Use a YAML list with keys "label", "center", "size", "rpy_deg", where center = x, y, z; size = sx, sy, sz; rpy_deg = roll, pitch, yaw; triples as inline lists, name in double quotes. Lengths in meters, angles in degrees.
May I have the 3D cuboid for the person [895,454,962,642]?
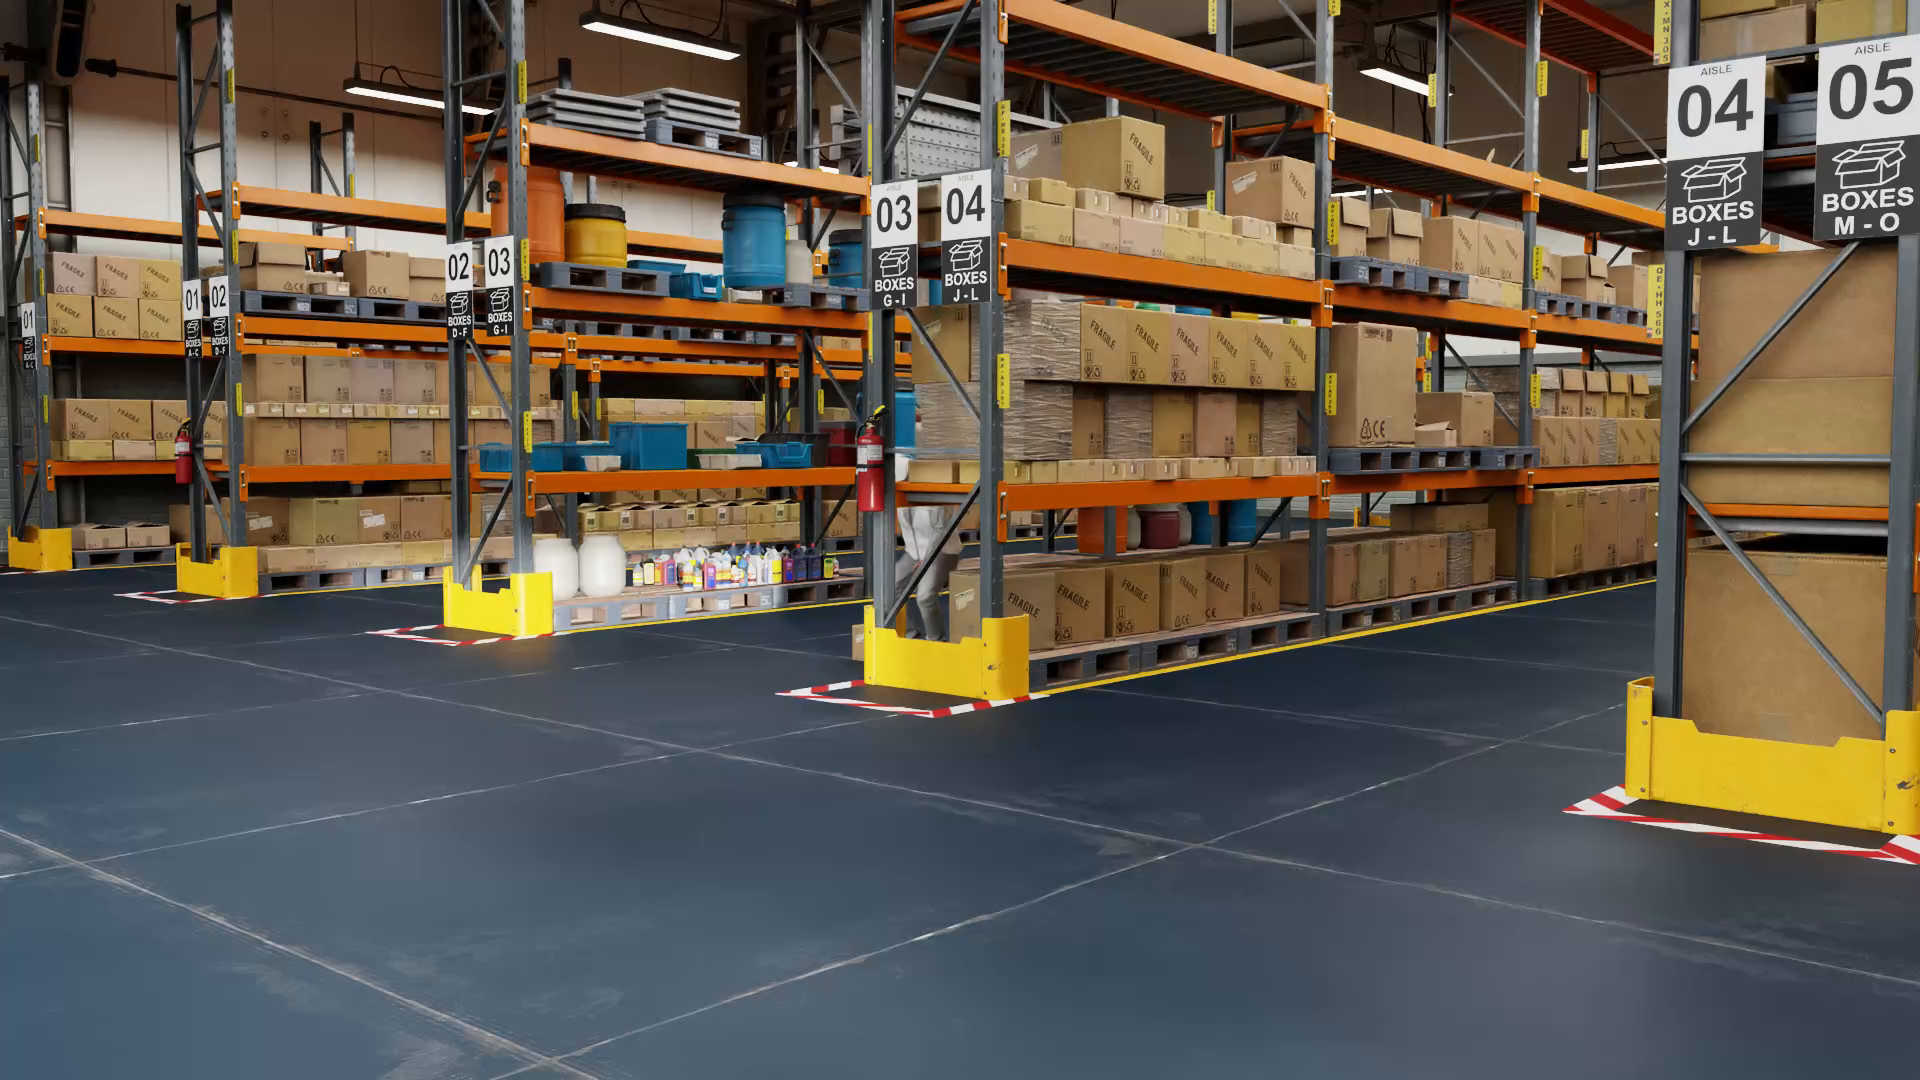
- label: "person"
  center: [-0.295, 0.110, 12.174]
  size: [0.591, 1.478, 0.734]
  rpy_deg: [3, 5, 40]
